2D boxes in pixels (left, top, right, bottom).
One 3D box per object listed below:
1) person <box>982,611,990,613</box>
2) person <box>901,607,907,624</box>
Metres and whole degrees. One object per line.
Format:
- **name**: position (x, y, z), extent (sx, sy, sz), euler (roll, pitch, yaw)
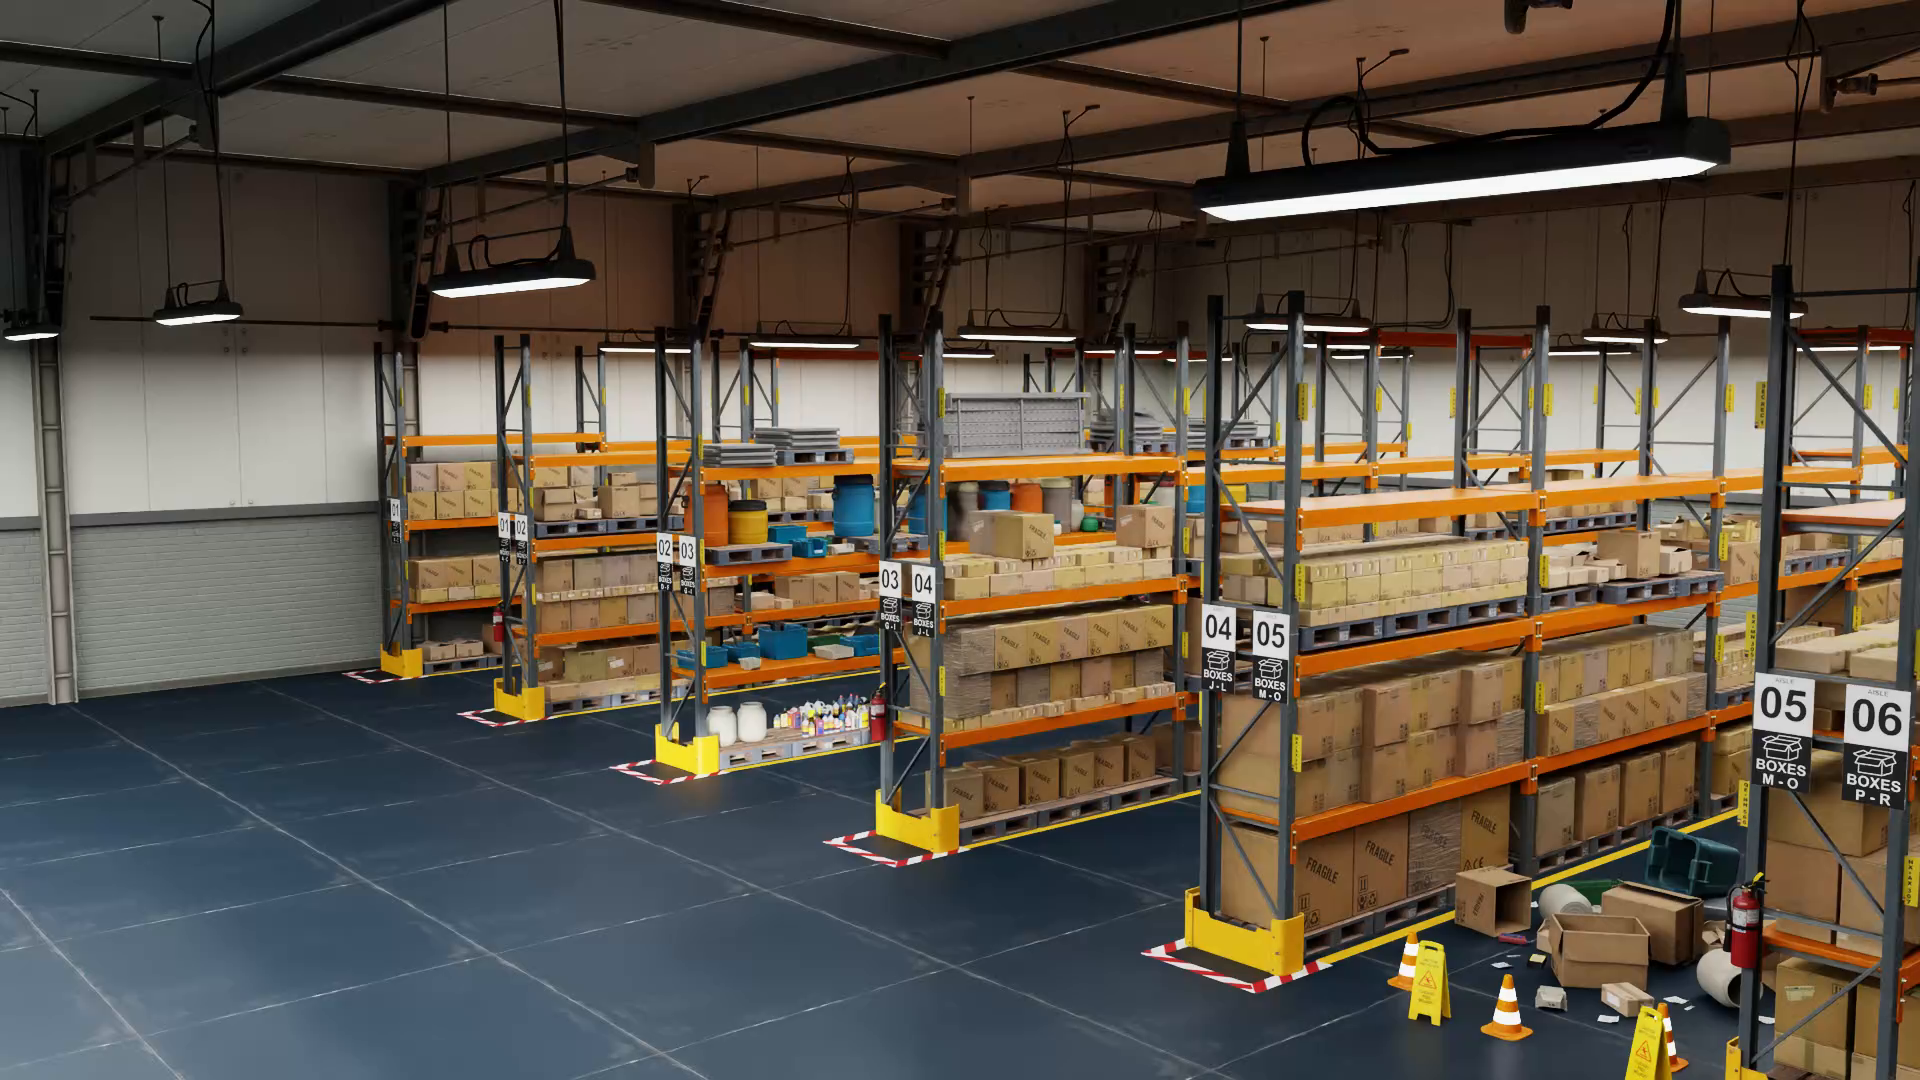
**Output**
- **person**: position (0.622, 1.723, 28.603), extent (0.504, 1.684, 0.505), euler (-3, 6, -29)
- **person**: position (-1.273, 1.257, 33.224), extent (0.598, 1.754, 0.461), euler (-5, 7, -44)
